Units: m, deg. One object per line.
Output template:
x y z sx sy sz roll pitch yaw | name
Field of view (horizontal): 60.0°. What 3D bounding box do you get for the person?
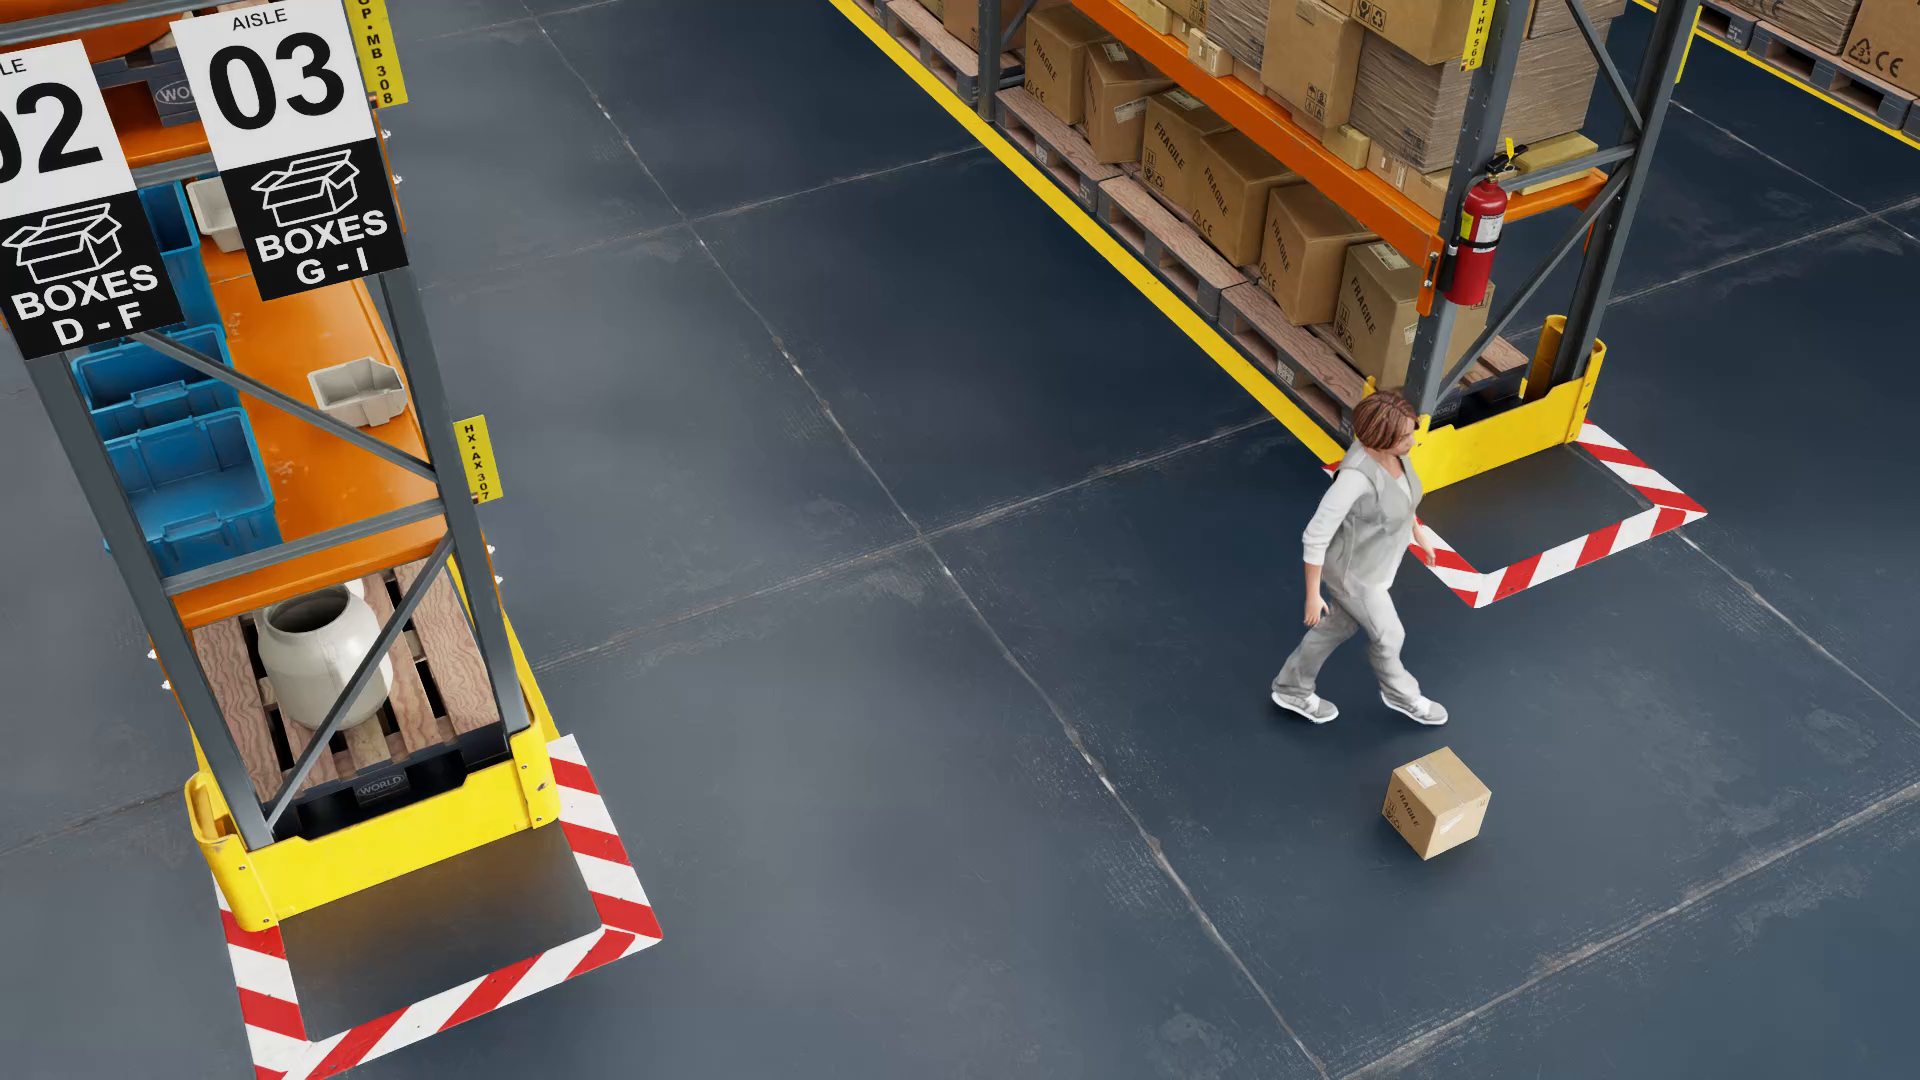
1.563 0.186 5.952 0.556 1.600 0.470 33 51 31 | person
